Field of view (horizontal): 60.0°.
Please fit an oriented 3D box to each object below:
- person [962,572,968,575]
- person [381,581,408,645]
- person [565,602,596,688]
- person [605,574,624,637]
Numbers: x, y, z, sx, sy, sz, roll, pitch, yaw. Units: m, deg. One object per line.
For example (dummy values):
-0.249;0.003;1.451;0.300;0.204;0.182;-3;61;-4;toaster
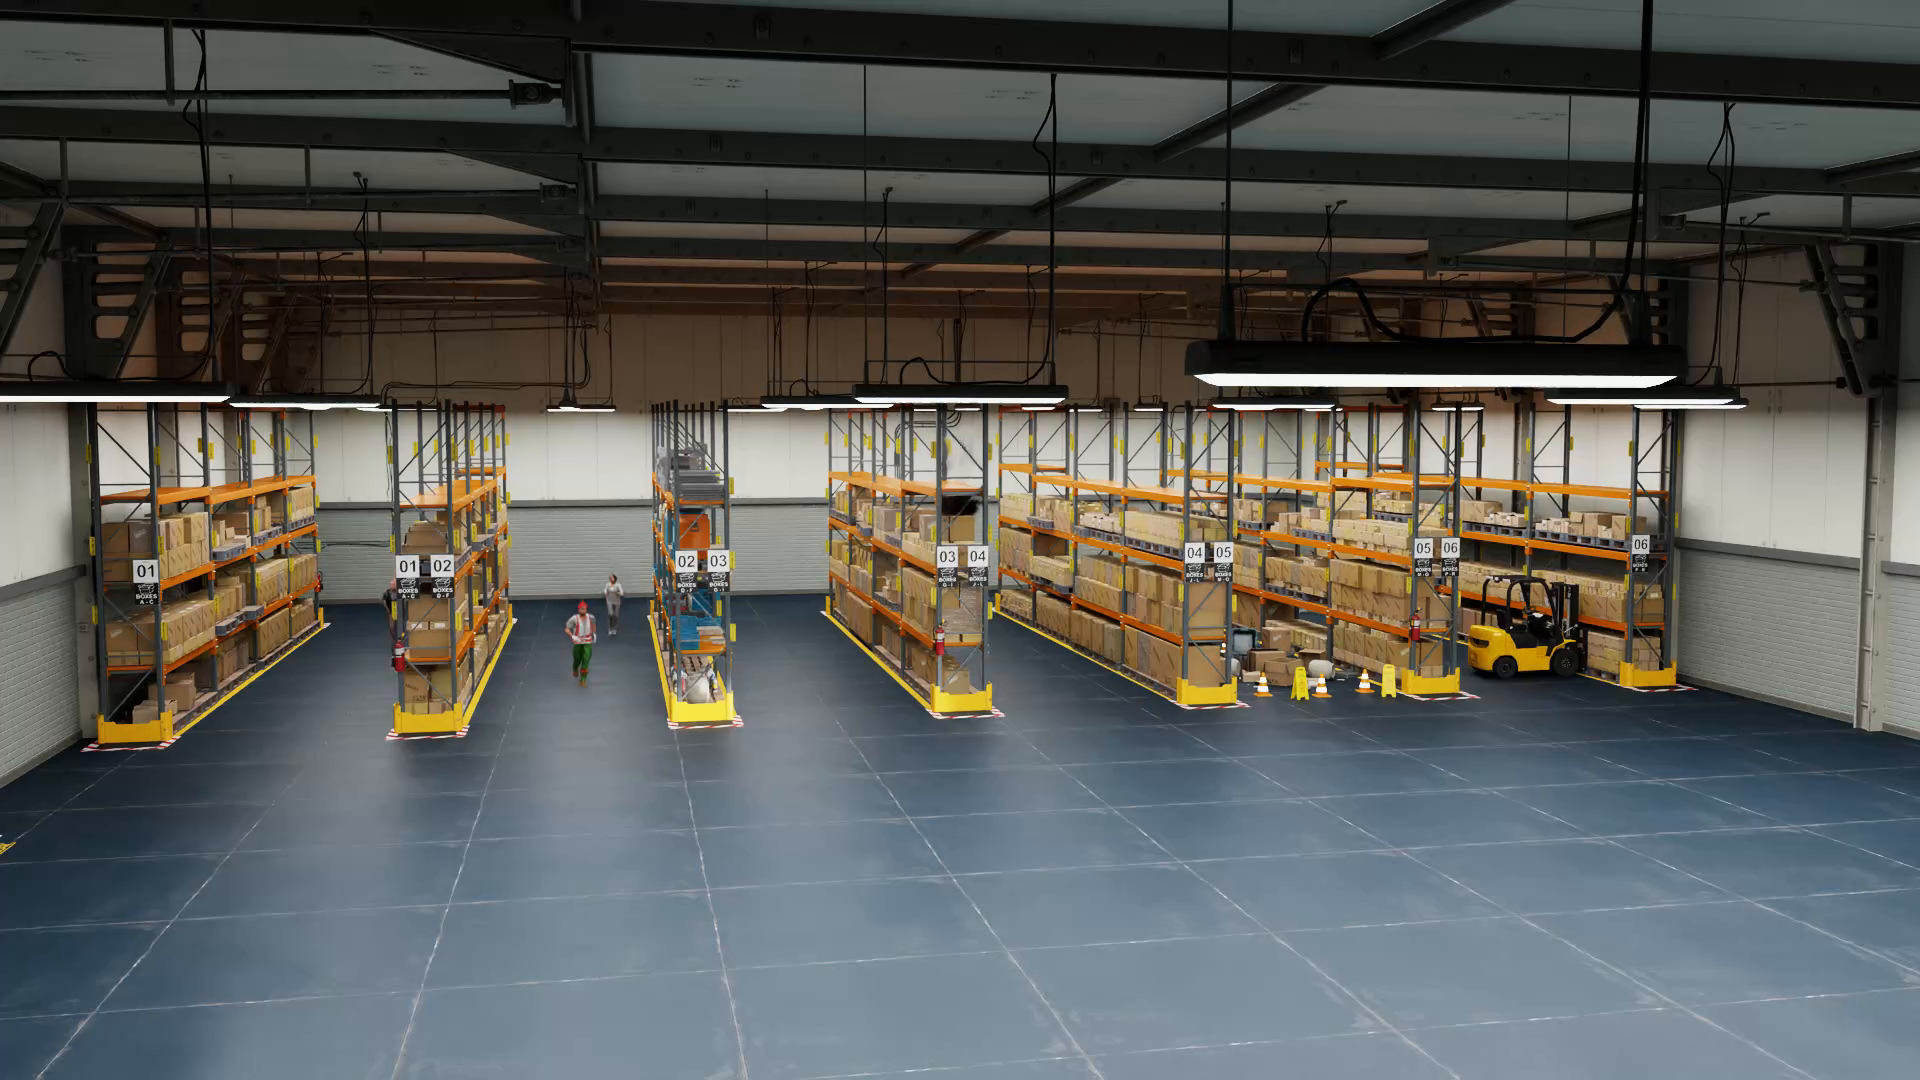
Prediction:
0.200;1.189;48.514;0.723;1.783;1.142;0;4;5;person
-13.932;1.812;41.057;0.636;1.671;0.809;-1;4;-8;person
-8.013;2.190;35.214;0.683;1.772;0.969;-2;5;-27;person
-8.970;1.690;43.122;0.507;1.637;0.697;-1;4;-8;person
